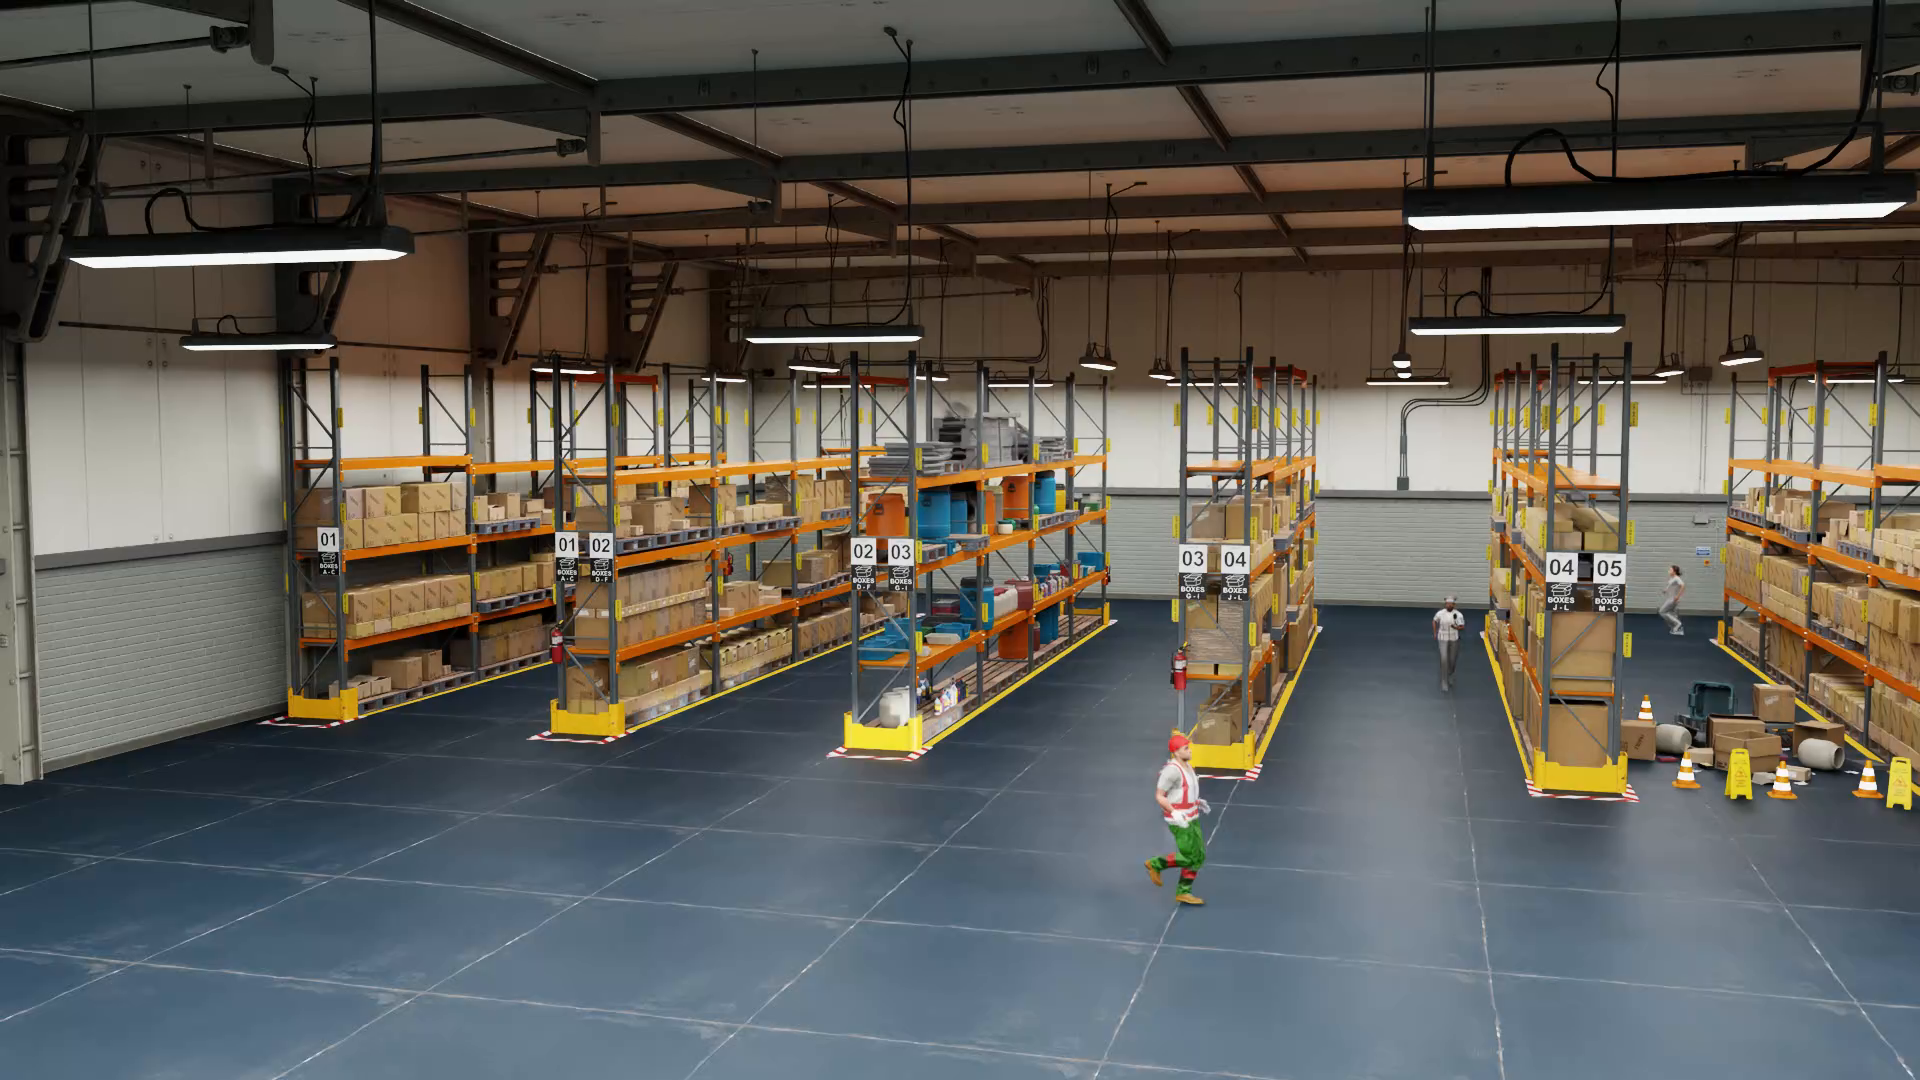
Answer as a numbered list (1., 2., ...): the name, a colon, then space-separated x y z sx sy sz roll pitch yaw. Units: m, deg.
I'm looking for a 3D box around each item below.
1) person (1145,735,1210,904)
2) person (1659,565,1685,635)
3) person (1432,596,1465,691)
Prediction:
1. person: 2.246 2.875 17.203 0.606 1.740 0.658 3 5 32
2. person: 16.388 1.383 38.257 0.555 1.616 0.653 2 4 20
3. person: 9.053 1.879 30.803 0.562 1.721 0.867 1 4 12
